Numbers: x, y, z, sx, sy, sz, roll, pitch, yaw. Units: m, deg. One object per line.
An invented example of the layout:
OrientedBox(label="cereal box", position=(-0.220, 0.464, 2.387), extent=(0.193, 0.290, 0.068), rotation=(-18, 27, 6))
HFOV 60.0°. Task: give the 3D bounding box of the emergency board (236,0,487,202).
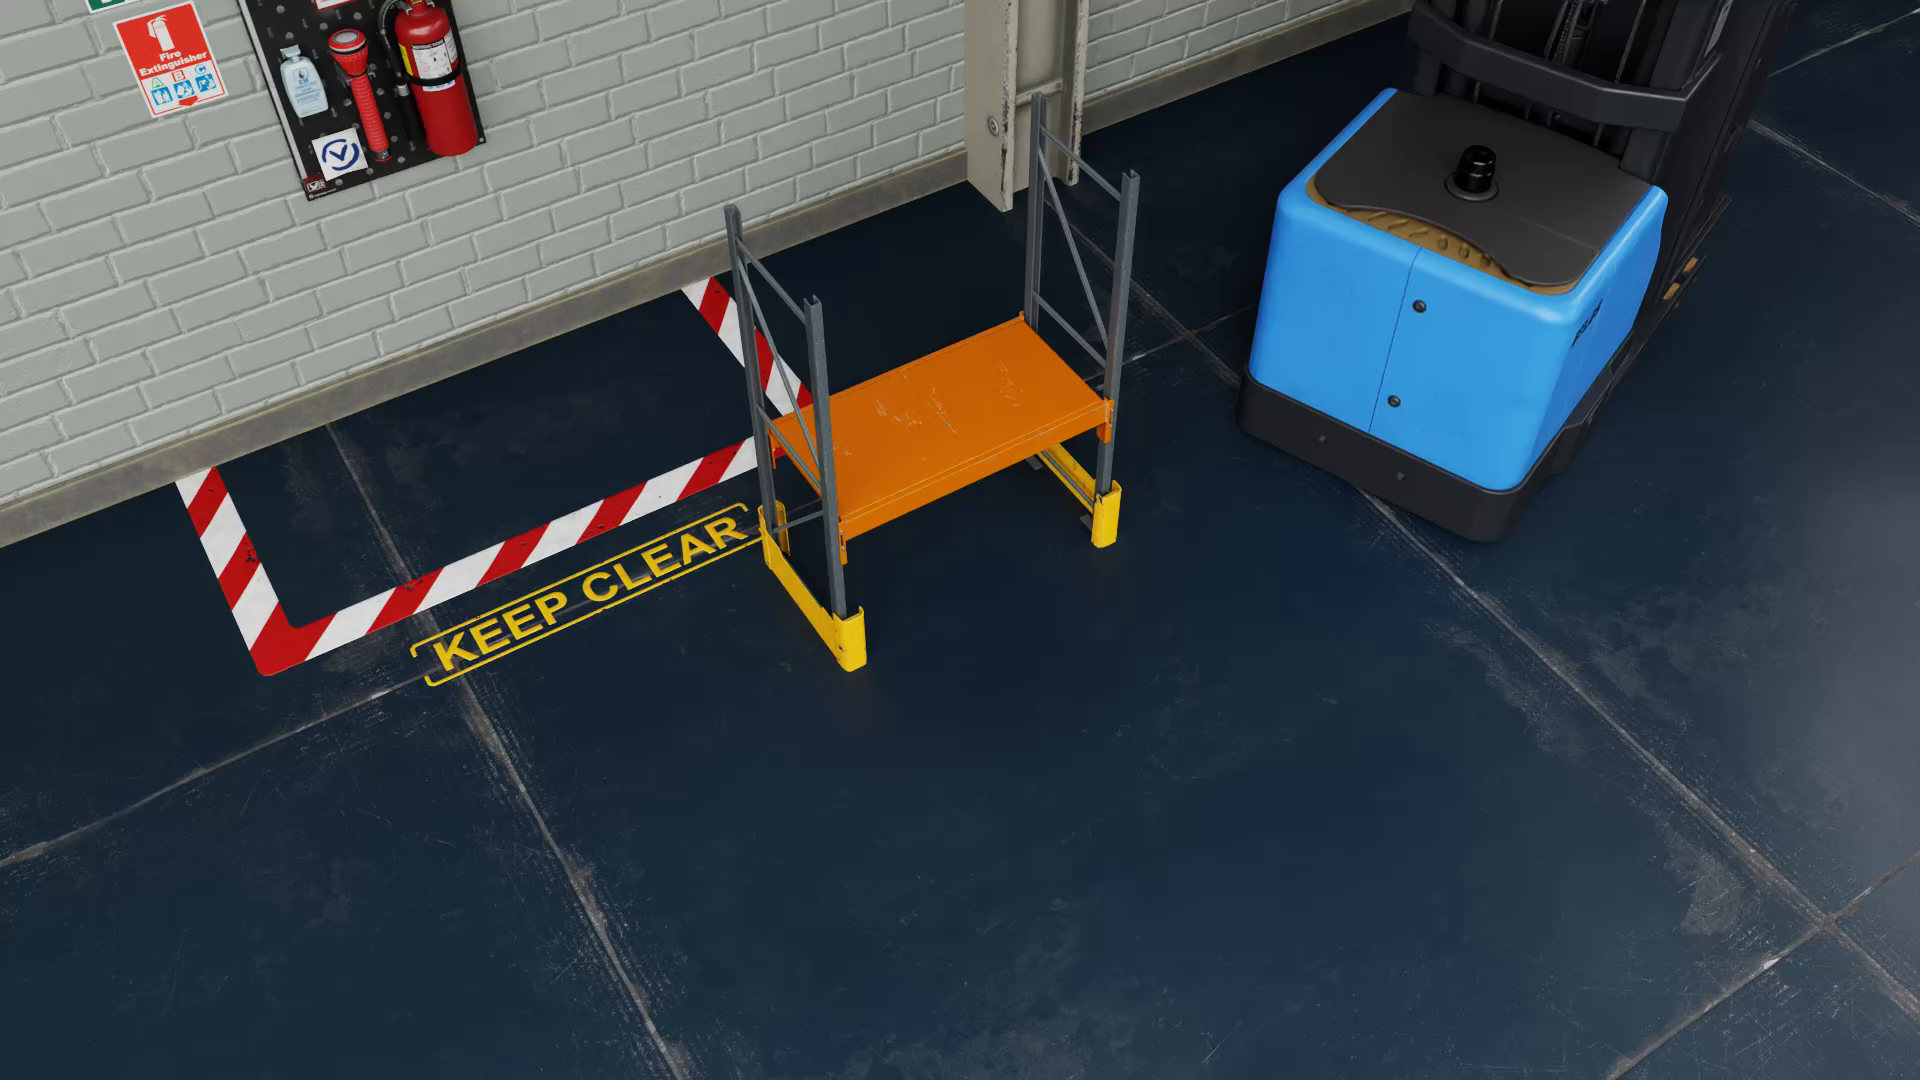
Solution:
OrientedBox(label="emergency board", position=(-1.848, -1.587, 5.154), extent=(0.643, 1.169, 0.194), rotation=(-25, 53, -21))

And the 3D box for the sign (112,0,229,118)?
OrientedBox(label="sign", position=(-2.370, -1.443, 5.003), extent=(0.234, 0.329, 0.001), rotation=(-25, 53, -21))

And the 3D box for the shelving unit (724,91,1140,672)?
OrientedBox(label="shelving unit", position=(-0.064, -0.468, 5.163), extent=(1.083, 1.500, 0.587), rotation=(-25, 53, -21))

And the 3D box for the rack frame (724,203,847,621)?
OrientedBox(label="rack frame", position=(-0.502, -0.262, 4.979), extent=(0.032, 1.500, 0.500), rotation=(-25, 53, -21))

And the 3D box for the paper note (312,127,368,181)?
OrientedBox(label="paper note", position=(-2.034, -1.267, 5.459), extent=(0.142, 0.148, 0.016), rotation=(-25, 53, -21))

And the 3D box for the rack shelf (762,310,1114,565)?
OrientedBox(label="rack shelf", position=(-0.072, -0.345, 5.294), extent=(1.000, 0.185, 0.538), rotation=(-25, 53, -21))

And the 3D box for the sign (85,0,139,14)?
OrientedBox(label="sign", position=(-2.362, -1.616, 4.802), extent=(0.331, 0.109, 0.001), rotation=(-25, 53, -21))

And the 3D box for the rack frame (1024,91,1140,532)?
OrientedBox(label="rack frame", position=(0.358, -0.667, 5.340), extent=(0.032, 1.500, 0.500), rotation=(-25, 53, -21))

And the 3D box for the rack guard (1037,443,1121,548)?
OrientedBox(label="rack guard", position=(0.357, -0.251, 5.806), extent=(0.087, 0.250, 0.587), rotation=(-25, 53, -21))

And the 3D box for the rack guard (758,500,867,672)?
OrientedBox(label="rack guard", position=(-0.486, 0.146, 5.453), extent=(0.087, 0.250, 0.587), rotation=(-25, 53, -21))

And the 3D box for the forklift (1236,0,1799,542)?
OrientedBox(label="forklift", position=(2.286, -2.028, 5.593), extent=(1.130, 2.935, 3.031), rotation=(29, 54, 23))

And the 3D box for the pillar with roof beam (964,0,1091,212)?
OrientedBox(label="pillar with roof beam", position=(2.560, -1.823, 1.348), extent=(0.400, 9.000, 9.100), rotation=(-25, 53, -21))
